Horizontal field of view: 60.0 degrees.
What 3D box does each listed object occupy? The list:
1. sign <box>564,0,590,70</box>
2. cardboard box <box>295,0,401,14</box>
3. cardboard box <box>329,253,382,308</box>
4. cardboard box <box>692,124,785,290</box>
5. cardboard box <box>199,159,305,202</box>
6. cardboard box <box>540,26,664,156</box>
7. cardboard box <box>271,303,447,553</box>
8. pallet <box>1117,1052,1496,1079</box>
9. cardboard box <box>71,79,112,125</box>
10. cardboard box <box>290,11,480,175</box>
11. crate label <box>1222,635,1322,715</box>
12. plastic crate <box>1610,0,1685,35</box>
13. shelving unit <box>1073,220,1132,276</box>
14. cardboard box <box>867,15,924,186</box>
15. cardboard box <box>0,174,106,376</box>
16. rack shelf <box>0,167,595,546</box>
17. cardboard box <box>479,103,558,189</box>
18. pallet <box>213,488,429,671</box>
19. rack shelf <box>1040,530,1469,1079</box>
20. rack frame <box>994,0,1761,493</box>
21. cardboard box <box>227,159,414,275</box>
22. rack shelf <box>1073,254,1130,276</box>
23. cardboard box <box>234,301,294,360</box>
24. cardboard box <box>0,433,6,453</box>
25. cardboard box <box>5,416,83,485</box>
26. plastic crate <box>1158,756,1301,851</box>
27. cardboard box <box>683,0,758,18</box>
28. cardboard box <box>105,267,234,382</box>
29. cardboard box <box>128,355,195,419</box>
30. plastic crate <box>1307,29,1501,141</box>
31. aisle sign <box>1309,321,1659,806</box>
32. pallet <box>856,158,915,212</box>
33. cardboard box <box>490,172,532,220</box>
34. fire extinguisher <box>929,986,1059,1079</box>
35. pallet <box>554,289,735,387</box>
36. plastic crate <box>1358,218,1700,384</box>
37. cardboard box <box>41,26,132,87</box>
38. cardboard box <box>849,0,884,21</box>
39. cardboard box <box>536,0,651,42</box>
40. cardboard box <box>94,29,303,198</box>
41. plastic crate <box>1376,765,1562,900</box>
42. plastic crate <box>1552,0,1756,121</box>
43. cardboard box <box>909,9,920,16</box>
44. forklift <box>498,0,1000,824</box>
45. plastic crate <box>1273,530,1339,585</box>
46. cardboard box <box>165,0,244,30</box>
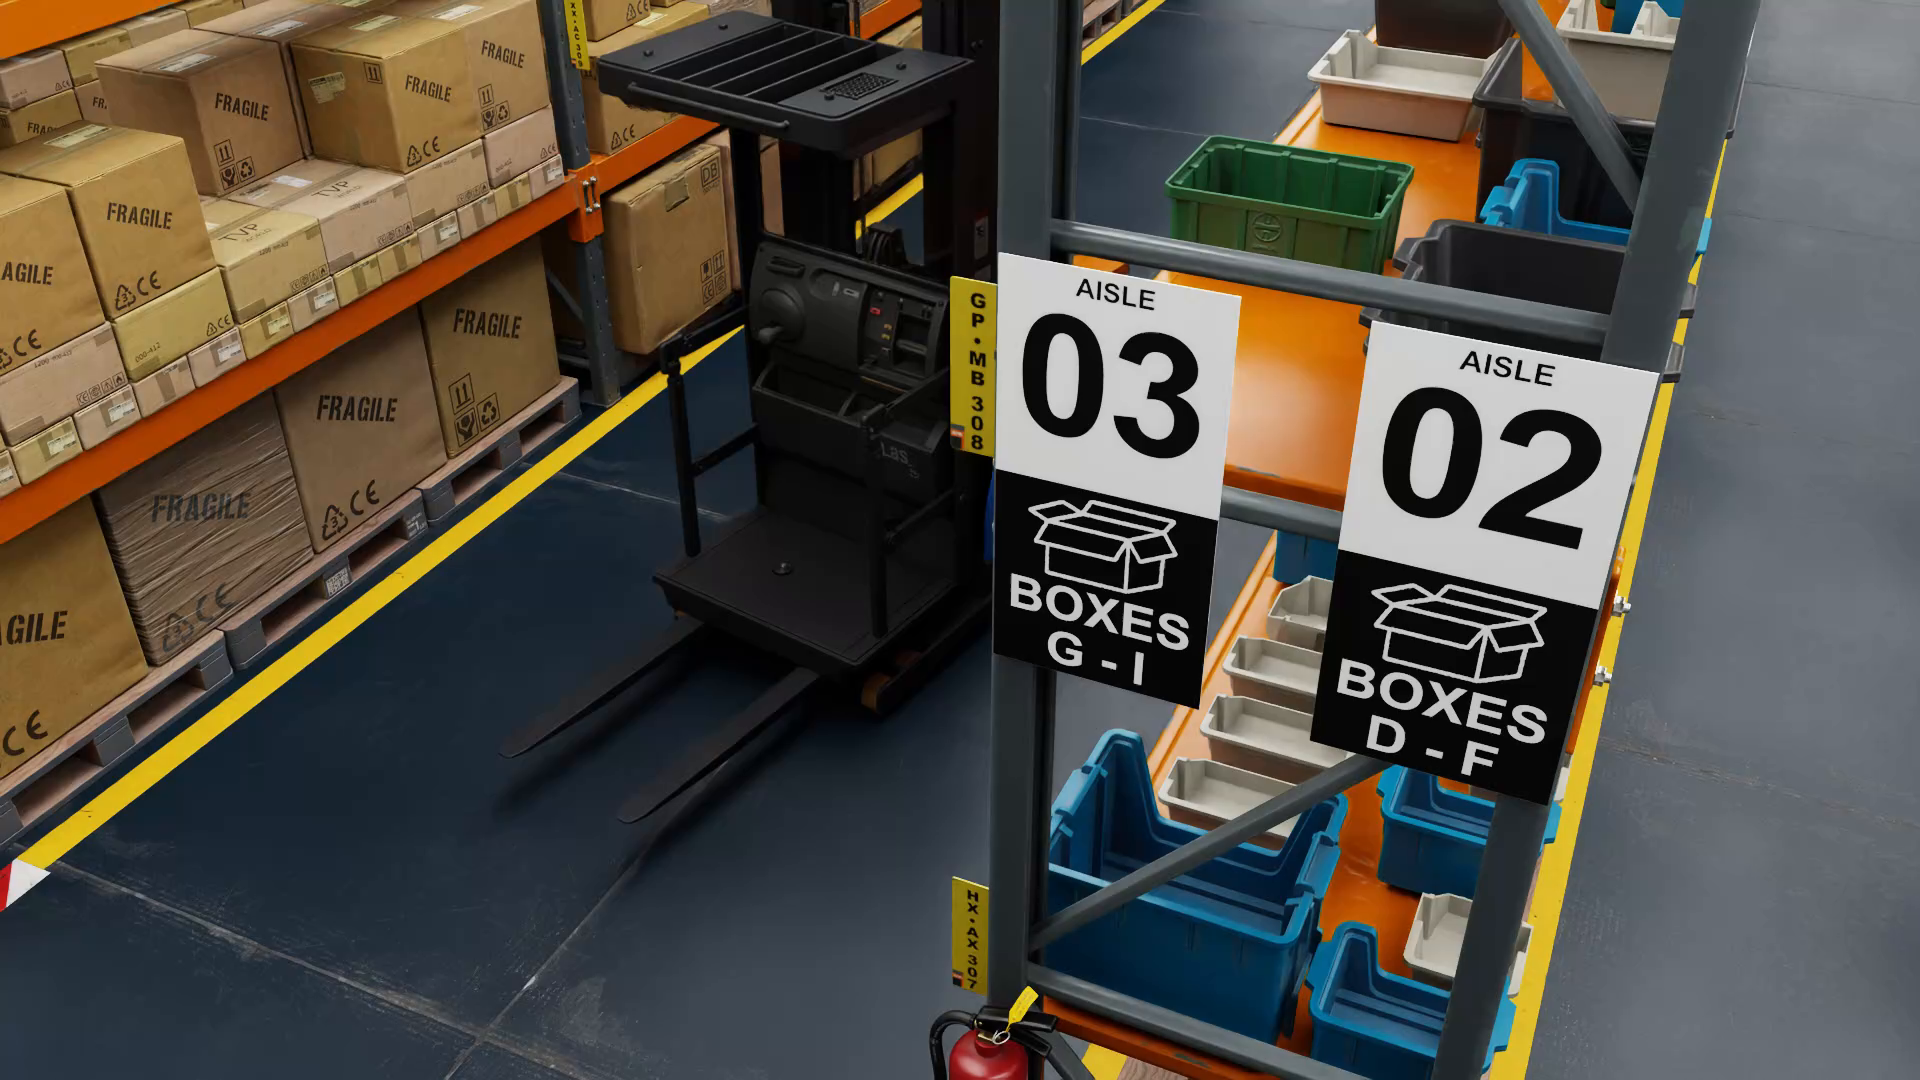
[{"bbox_3d":[-1.784,-2.356,7.746,0.100,0.325,0.005,14,36,20],"label":"sign"},{"bbox_3d":[-2.721,-2.283,7.678,0.500,0.500,0.500,14,36,20],"label":"cardboard box"},{"bbox_3d":[-2.656,-1.116,6.945,0.380,0.149,0.250,14,36,20],"label":"cardboard box"},{"bbox_3d":[-1.666,-2.143,9.838,1.225,0.875,0.875,13,35,19],"label":"cardboard box"},{"bbox_3d":[-3.147,-1.470,7.121,0.500,0.250,0.500,15,36,22],"label":"cardboard box"},{"bbox_3d":[-1.869,-2.301,8.433,0.500,0.500,0.500,14,36,21],"label":"cardboard box"},{"bbox_3d":[-3.014,-0.616,7.509,0.875,0.875,0.875,14,36,20],"label":"cardboard box"},{"bbox_3d":[0.917,1.805,4.805,1.003,0.211,1.213,14,36,20],"label":"pallet"},{"bbox_3d":[-5.982,-2.977,11.452,0.500,0.500,0.500,16,36,23],"label":"cardboard box"},{"bbox_3d":[-2.452,-1.924,7.130,0.500,0.500,0.500,15,36,21],"label":"cardboard box"},{"bbox_3d":[0.942,0.393,4.601,0.396,0.136,0.243,14,36,20],"label":"crate label"},{"bbox_3d":[2.119,-1.609,4.886,0.416,0.233,0.300,14,36,20],"label":"plastic crate"},{"bbox_3d":[0.559,-0.864,7.973,0.258,1.200,0.503,21,39,29],"label":"shelving unit"},{"bbox_3d":[-0.923,-3.028,11.187,1.225,0.875,0.875,13,35,18],"label":"cardboard box"},{"bbox_3d":[-3.307,-0.897,5.564,0.500,0.500,0.500,13,36,19],"label":"cardboard box"},{"bbox_3d":[-3.126,-0.791,6.877,1.077,0.370,4.000,14,36,20],"label":"rack shelf"},{"bbox_3d":[-2.235,-1.869,7.731,0.500,0.250,0.500,14,36,20],"label":"cardboard box"},{"bbox_3d":[-3.187,0.049,7.483,1.003,0.211,1.213,14,36,20],"label":"pallet"},{"bbox_3d":[1.373,0.345,5.144,1.077,0.370,4.000,14,36,20],"label":"rack shelf"},{"bbox_3d":[0.536,-1.468,1.782,1.000,3.000,0.127,14,36,20],"label":"rack frame"},{"bbox_3d":[-2.663,-1.357,6.949,0.500,0.250,0.500,15,36,21],"label":"cardboard box"},{"bbox_3d":[0.559,-1.192,7.758,0.258,0.148,0.480,21,39,29],"label":"rack shelf"},{"bbox_3d":[-2.872,-0.858,6.552,0.380,0.149,0.250,13,36,19],"label":"cardboard box"},{"bbox_3d":[-3.516,-0.334,5.390,0.500,0.250,0.500,13,36,19],"label":"cardboard box"},{"bbox_3d":[-3.301,-0.347,5.773,0.380,0.149,0.250,13,36,19],"label":"cardboard box"},{"bbox_3d":[0.713,0.678,4.166,0.396,0.136,0.243,14,36,20],"label":"plastic crate"},{"bbox_3d":[-1.450,-2.801,9.195,0.500,0.500,0.500,13,36,19],"label":"cardboard box"},{"bbox_3d":[-3.091,-0.844,6.167,0.500,0.250,0.500,13,35,19],"label":"cardboard box"},{"bbox_3d":[-3.086,-0.604,6.164,0.380,0.149,0.250,13,36,20],"label":"cardboard box"},{"bbox_3d":[1.175,-1.189,4.333,0.437,0.136,0.530,14,36,20],"label":"plastic crate"},{"bbox_3d":[0.776,0.058,2.556,0.394,0.787,0.004,14,36,20],"label":"aisle sign"},{"bbox_3d":[-1.014,-2.538,11.429,1.003,0.211,1.213,14,36,20],"label":"pallet"},{"bbox_3d":[-2.226,-1.627,7.725,0.380,0.149,0.250,15,36,21],"label":"cardboard box"},{"bbox_3d":[0.060,1.200,3.595,0.296,0.674,0.183,14,36,20],"label":"fire extinguisher"},{"bbox_3d":[-2.034,-1.323,9.575,1.003,0.211,1.213,14,36,20],"label":"pallet"},{"bbox_3d":[0.951,-0.287,2.836,0.497,0.269,0.590,14,36,20],"label":"plastic crate"},{"bbox_3d":[-5.982,-3.293,11.249,0.500,0.250,0.500,15,36,22],"label":"cardboard box"},{"bbox_3d":[-0.811,-3.572,10.371,0.500,0.500,0.500,14,36,20],"label":"cardboard box"},{"bbox_3d":[-2.029,-2.869,8.384,0.797,0.503,0.637,13,36,19],"label":"cardboard box"},{"bbox_3d":[-3.148,-1.779,6.910,0.500,0.500,0.500,13,35,19],"label":"cardboard box"},{"bbox_3d":[1.214,0.710,4.029,0.416,0.233,0.300,14,36,20],"label":"plastic crate"},{"bbox_3d":[1.744,-1.197,4.213,0.437,0.282,0.530,14,36,20],"label":"plastic crate"},{"bbox_3d":[-0.362,-3.873,12.115,0.500,0.250,0.500,16,36,22],"label":"cardboard box"},{"bbox_3d":[-0.566,-0.829,6.341,1.130,2.935,3.031,21,39,29],"label":"forklift"},{"bbox_3d":[1.163,0.004,5.106,0.416,0.233,0.300,14,36,20],"label":"plastic crate"},{"bbox_3d":[-5.554,-3.808,12.034,0.500,0.250,0.500,15,36,22],"label":"cardboard box"}]
